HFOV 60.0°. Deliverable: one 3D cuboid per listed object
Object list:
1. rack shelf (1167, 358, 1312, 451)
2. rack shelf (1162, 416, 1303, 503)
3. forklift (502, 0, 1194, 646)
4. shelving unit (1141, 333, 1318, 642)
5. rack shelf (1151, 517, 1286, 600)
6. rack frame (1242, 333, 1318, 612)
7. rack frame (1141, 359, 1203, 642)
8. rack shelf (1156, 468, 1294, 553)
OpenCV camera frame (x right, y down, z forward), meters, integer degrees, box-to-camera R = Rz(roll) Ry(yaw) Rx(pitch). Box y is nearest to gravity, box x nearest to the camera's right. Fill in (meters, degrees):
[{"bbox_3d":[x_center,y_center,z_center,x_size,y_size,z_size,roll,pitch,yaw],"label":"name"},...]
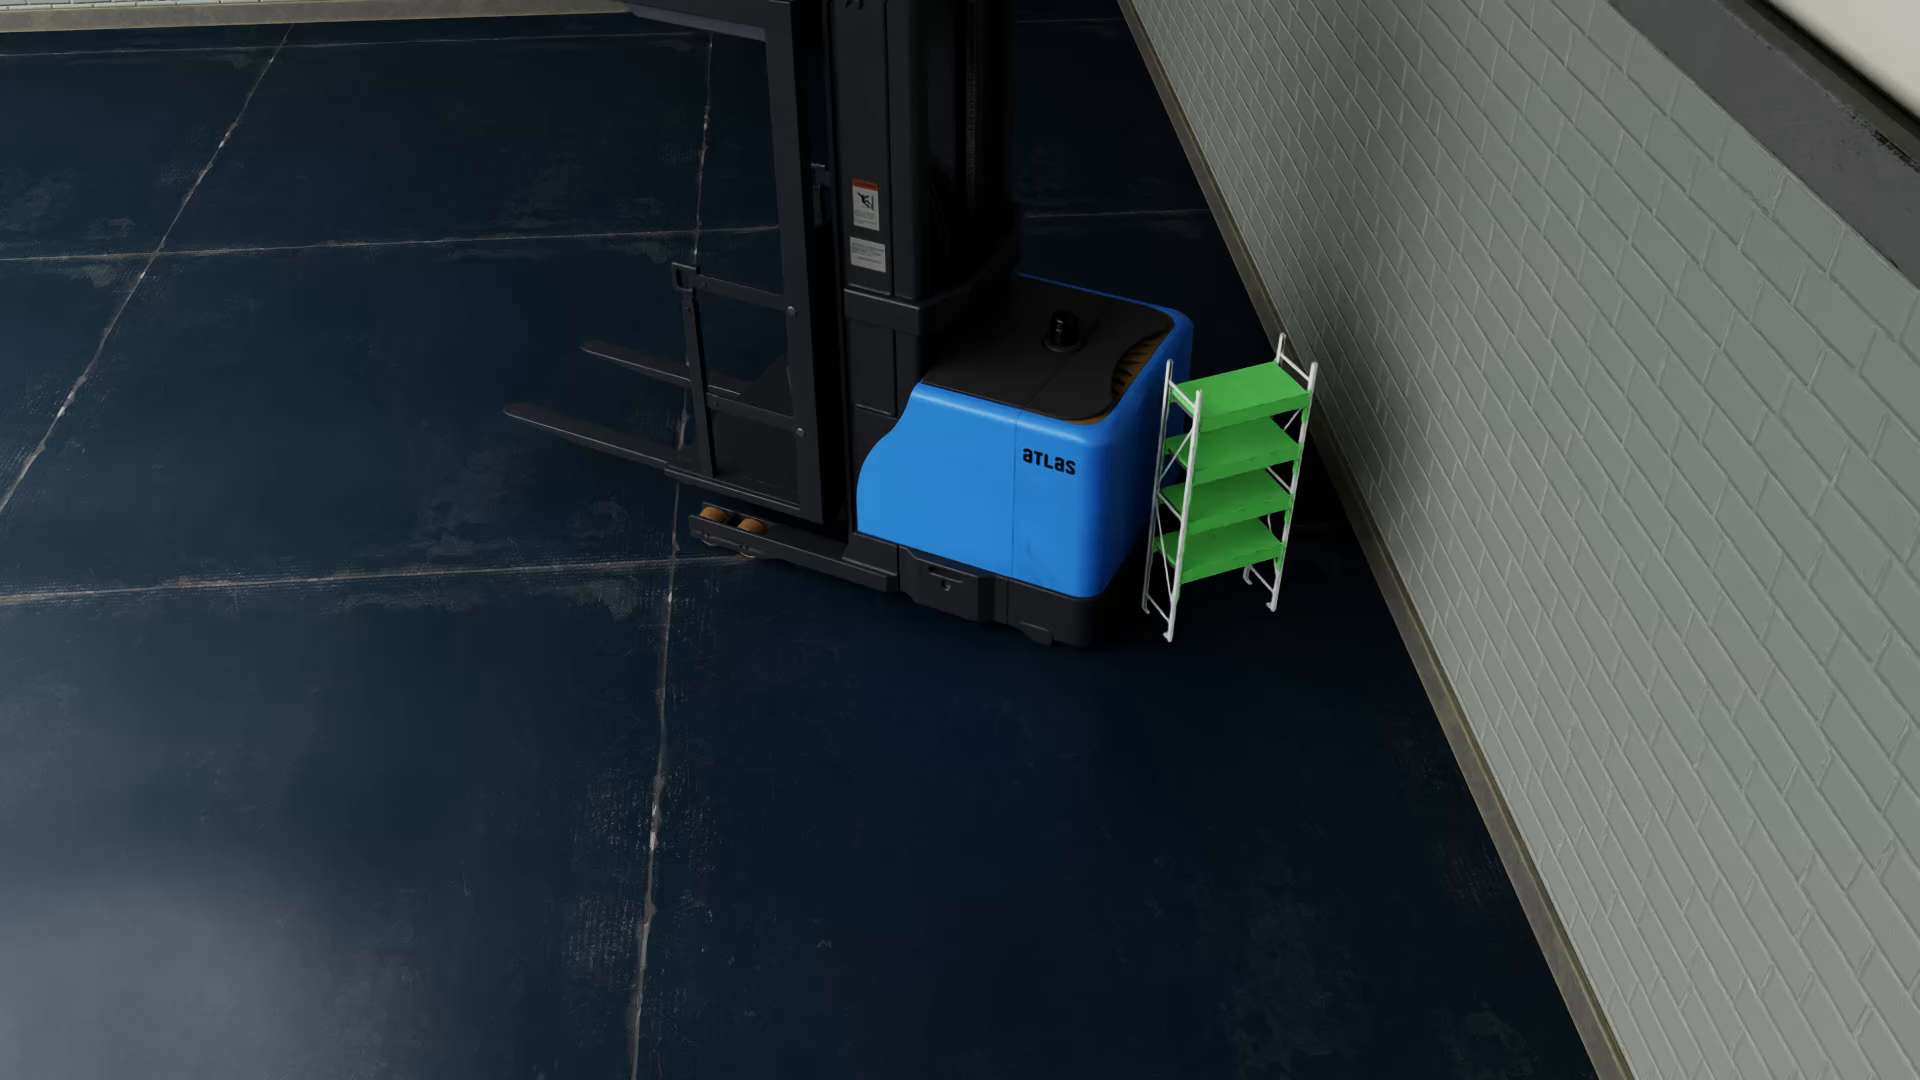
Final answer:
[{"bbox_3d":[1.041,-0.513,6.254,0.480,0.148,0.258,-15,41,-19],"label":"rack shelf"},{"bbox_3d":[1.038,-0.325,6.403,0.480,0.148,0.258,-15,41,-19],"label":"rack shelf"},{"bbox_3d":[-0.603,-1.350,6.595,3.031,2.935,1.130,17,41,20],"label":"forklift"},{"bbox_3d":[1.036,-0.186,6.512,0.503,1.200,0.258,-15,41,-19],"label":"shelving unit"},{"bbox_3d":[1.032,0.052,6.700,0.480,0.148,0.258,-15,41,-19],"label":"rack shelf"},{"bbox_3d":[1.259,-0.245,6.590,0.015,1.200,0.240,-15,41,-19],"label":"rack frame"},{"bbox_3d":[0.812,-0.128,6.433,0.015,1.200,0.240,-15,41,-19],"label":"rack frame"},{"bbox_3d":[1.035,-0.136,6.551,0.480,0.148,0.258,-15,41,-19],"label":"rack shelf"}]
